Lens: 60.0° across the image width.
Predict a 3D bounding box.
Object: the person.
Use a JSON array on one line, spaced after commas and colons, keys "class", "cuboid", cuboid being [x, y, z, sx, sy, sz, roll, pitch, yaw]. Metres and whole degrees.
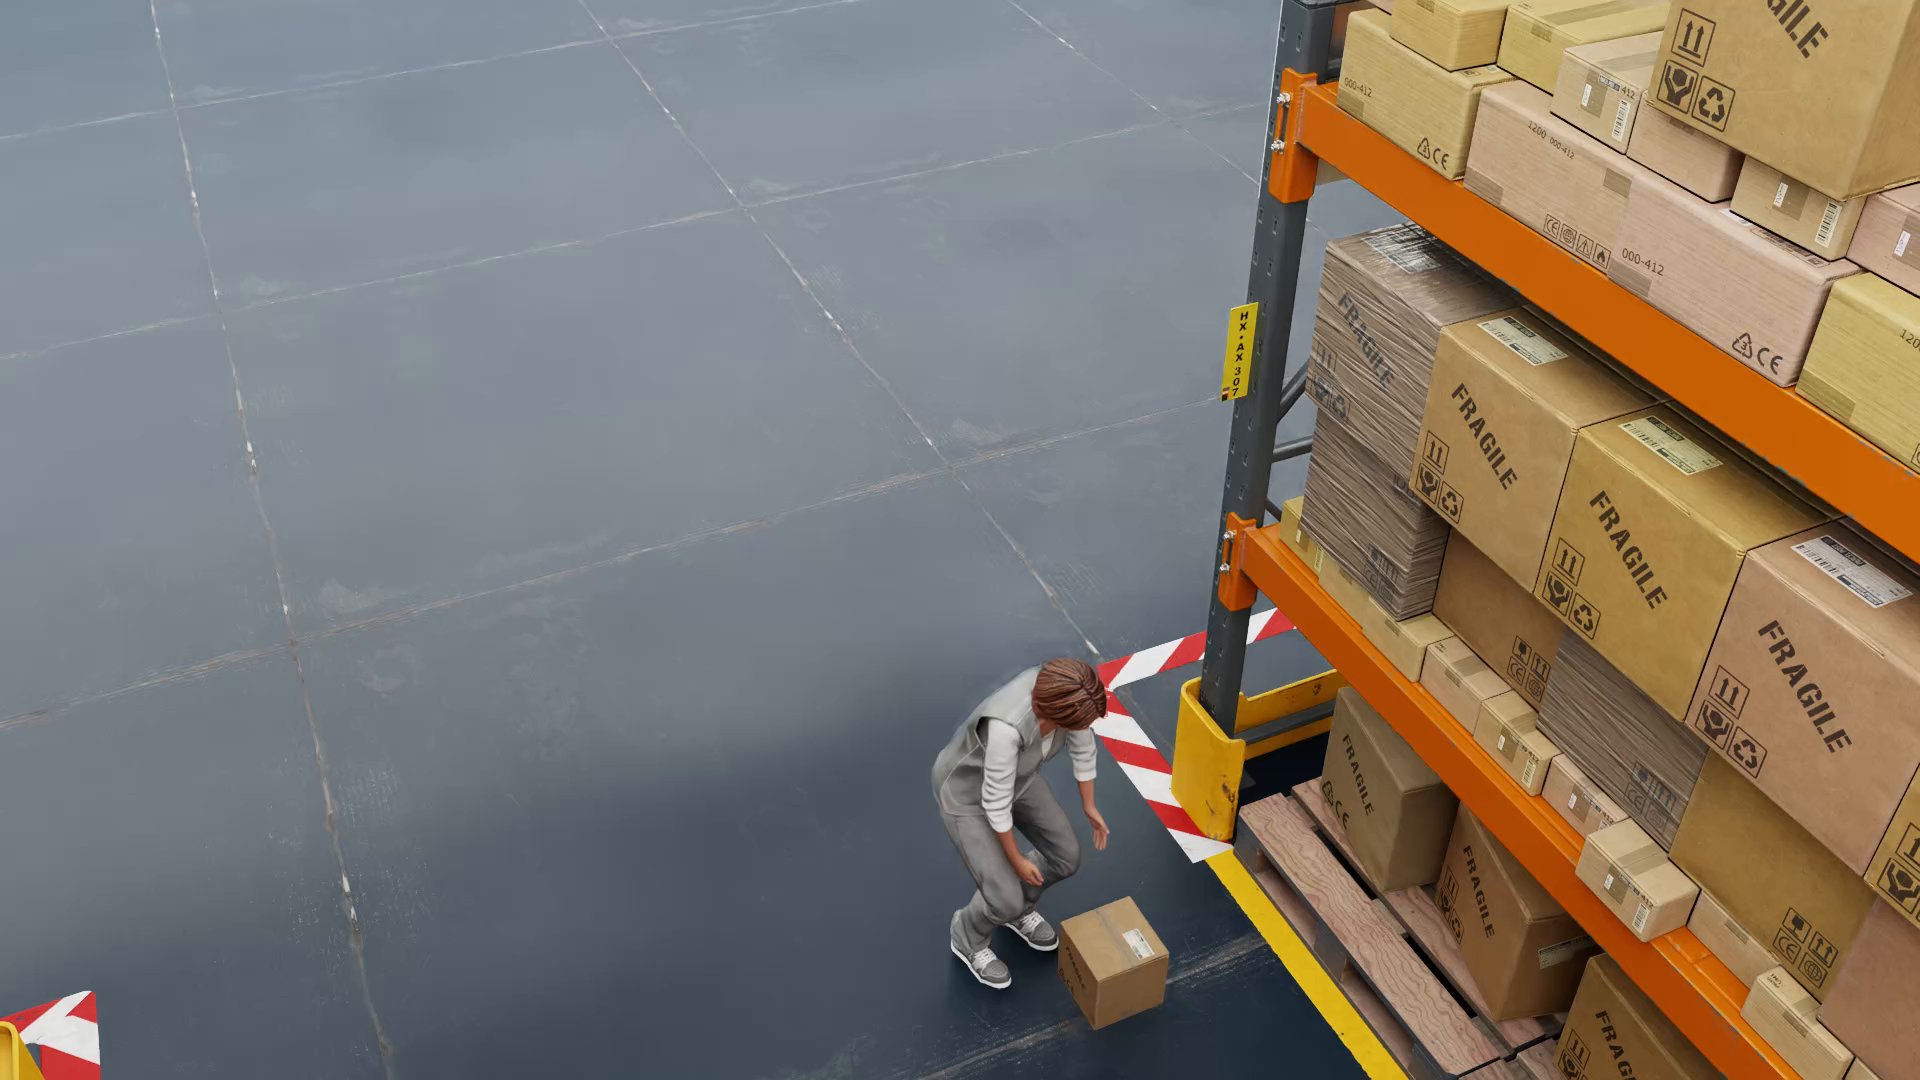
[{"class": "person", "cuboid": [0.197, 0.841, 5.256, 0.459, 1.385, 0.581, -30, 47, -33]}]
